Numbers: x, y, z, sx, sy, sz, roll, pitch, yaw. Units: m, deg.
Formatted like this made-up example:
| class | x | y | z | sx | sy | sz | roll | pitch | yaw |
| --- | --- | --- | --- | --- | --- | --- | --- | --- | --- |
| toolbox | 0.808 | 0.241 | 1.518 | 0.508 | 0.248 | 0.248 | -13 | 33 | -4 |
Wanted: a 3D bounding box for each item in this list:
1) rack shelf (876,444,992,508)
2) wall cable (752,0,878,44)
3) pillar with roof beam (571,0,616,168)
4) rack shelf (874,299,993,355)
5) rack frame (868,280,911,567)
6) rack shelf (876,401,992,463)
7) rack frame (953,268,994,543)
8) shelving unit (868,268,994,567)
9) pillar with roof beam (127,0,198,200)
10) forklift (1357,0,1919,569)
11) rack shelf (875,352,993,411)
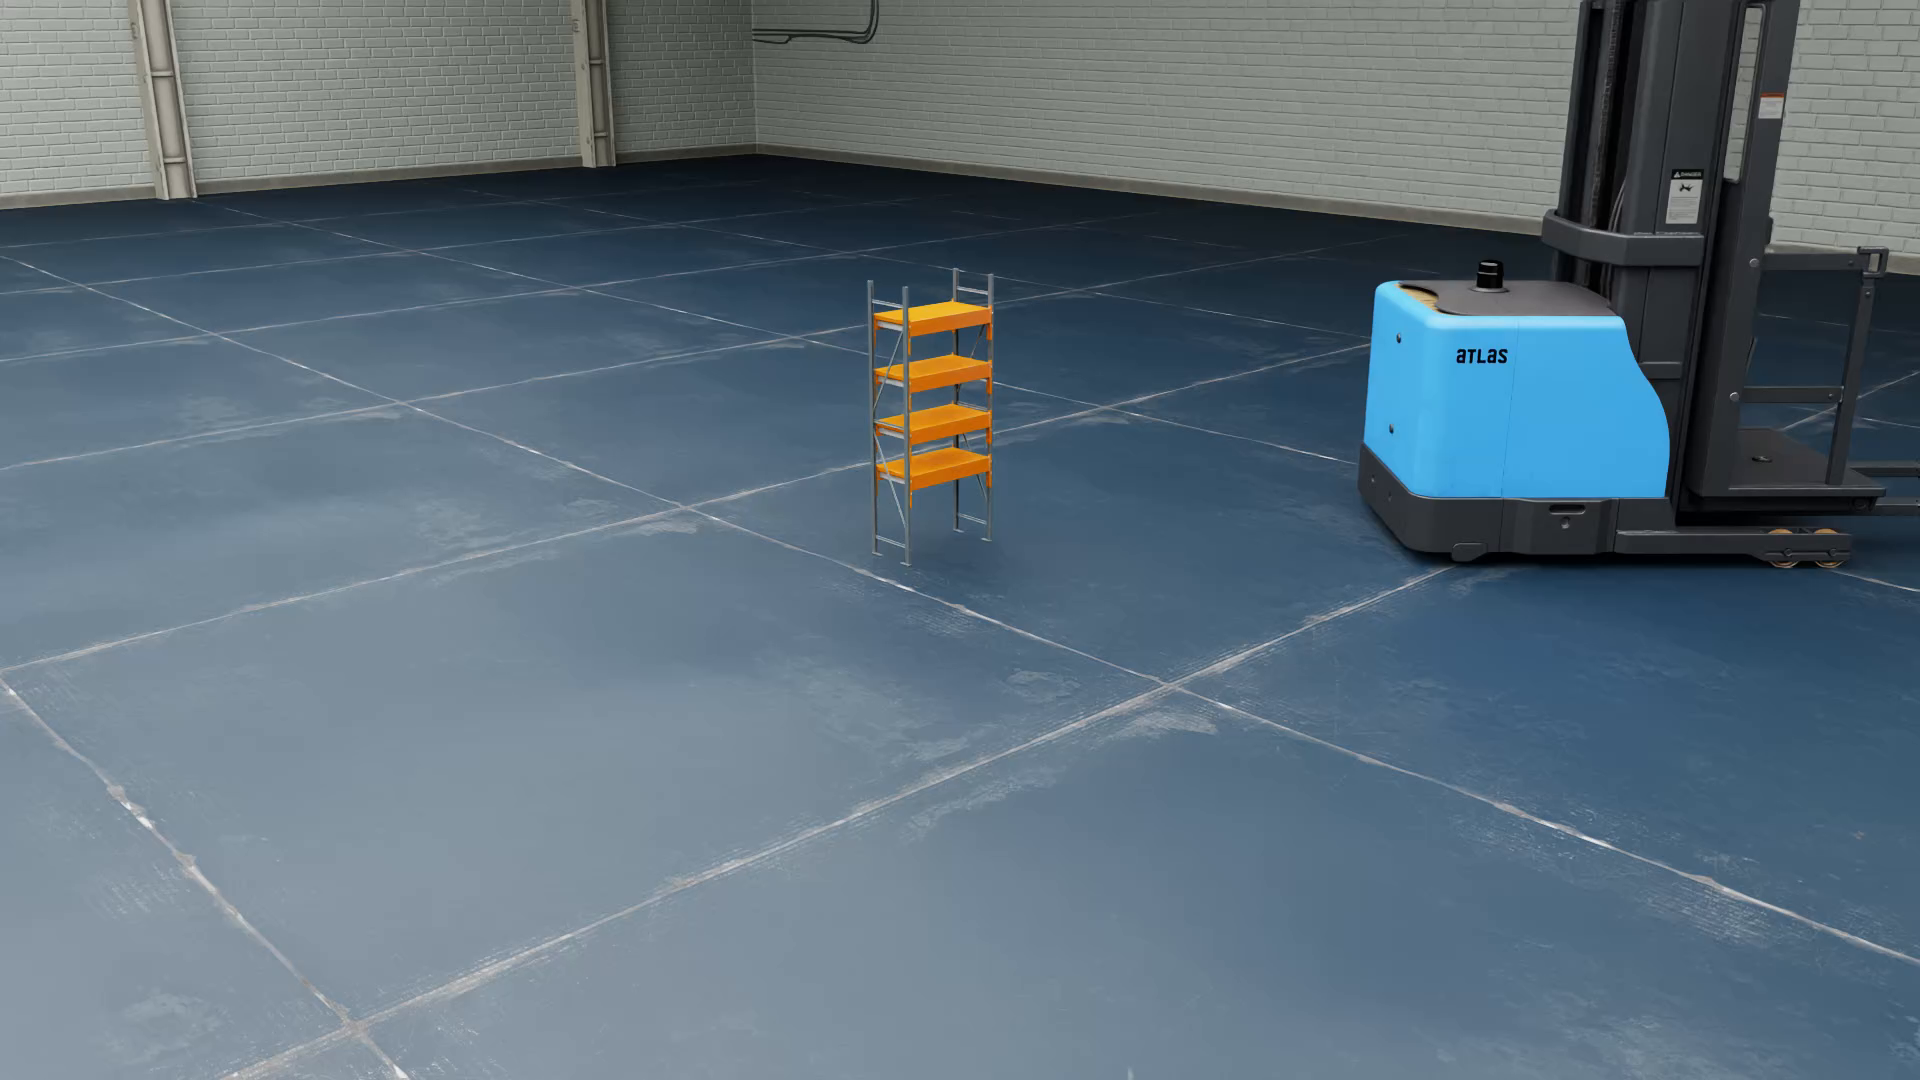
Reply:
| class | x | y | z | sx | sy | sz | roll | pitch | yaw |
| --- | --- | --- | --- | --- | --- | --- | --- | --- | --- |
| rack shelf | -0.120 | -0.283 | 7.273 | 0.480 | 0.148 | 0.258 | -16 | 24 | -41 |
| wall cable | -2.255 | -8.628 | 24.541 | 0.112 | 2.526 | 3.097 | -16 | 24 | -41 |
| pillar with roof beam | -2.346 | -8.813 | 20.075 | 0.400 | 9.000 | 9.100 | -16 | 24 | -41 |
| rack shelf | -0.120 | -0.909 | 7.070 | 0.480 | 0.148 | 0.258 | -16 | 24 | -41 |
| rack frame | -0.298 | -0.484 | 7.032 | 0.015 | 1.200 | 0.240 | -16 | 24 | -41 |
| rack shelf | -0.120 | -0.472 | 7.212 | 0.480 | 0.148 | 0.258 | -16 | 24 | -41 |
| rack frame | 0.057 | -0.587 | 7.351 | 0.015 | 1.200 | 0.240 | -16 | 24 | -41 |
| shelving unit | -0.120 | -0.536 | 7.191 | 0.503 | 1.200 | 0.258 | -16 | 24 | -41 |
| pillar with roof beam | -6.706 | -7.541 | 16.154 | 0.400 | 9.000 | 9.100 | -16 | 24 | -41 |
| forklift | 3.427 | -1.437 | 7.165 | 3.031 | 2.935 | 1.130 | 0 | 18 | 0 |
| rack shelf | -0.120 | -0.684 | 7.143 | 0.480 | 0.148 | 0.258 | -16 | 24 | -41 |
